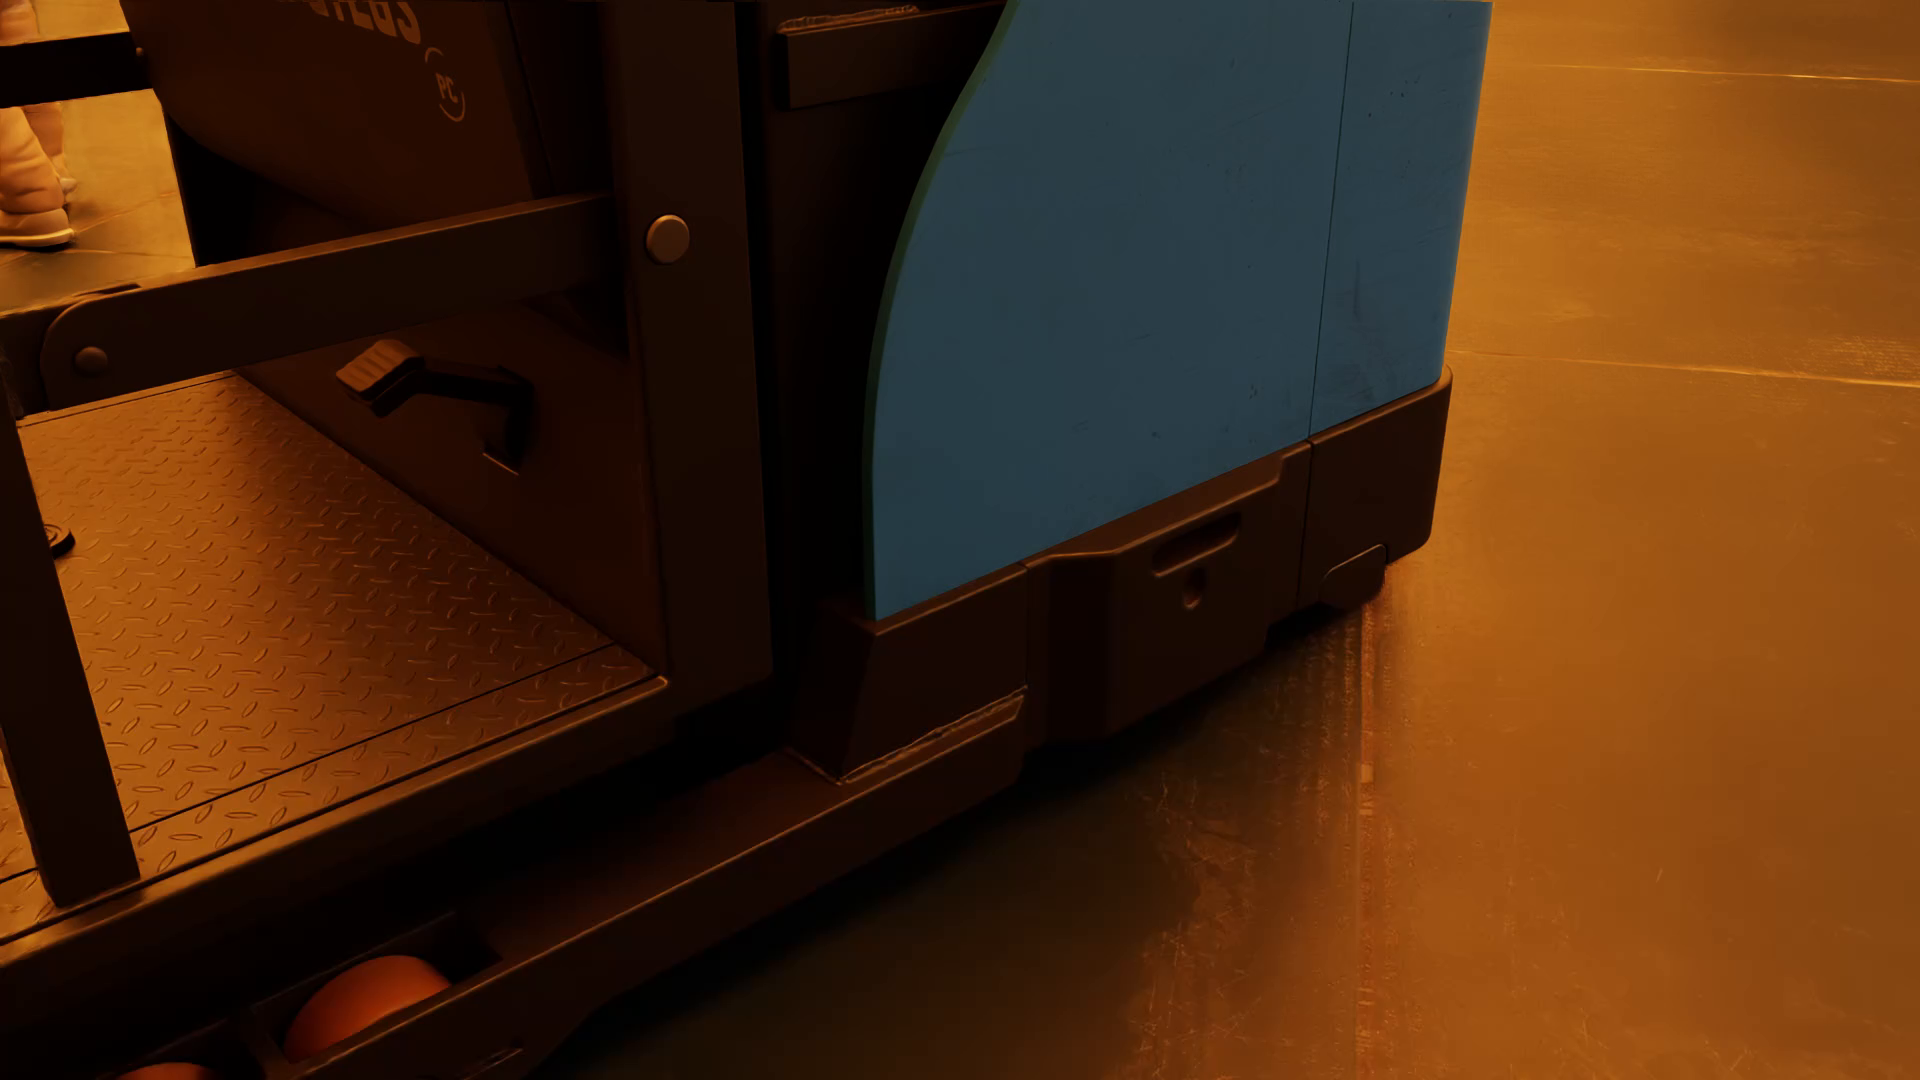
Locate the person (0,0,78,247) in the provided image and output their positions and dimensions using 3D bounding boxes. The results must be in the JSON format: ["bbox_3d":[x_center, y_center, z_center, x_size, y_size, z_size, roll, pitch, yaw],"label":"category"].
[{"bbox_3d":[-2.271,-1.495,3.647,0.582,1.766,0.991,13,30,25],"label":"person"}]

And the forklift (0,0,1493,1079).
[{"bbox_3d":[-0.763,-0.984,1.196,3.031,2.935,1.130,-22,34,-37],"label":"forklift"}]
